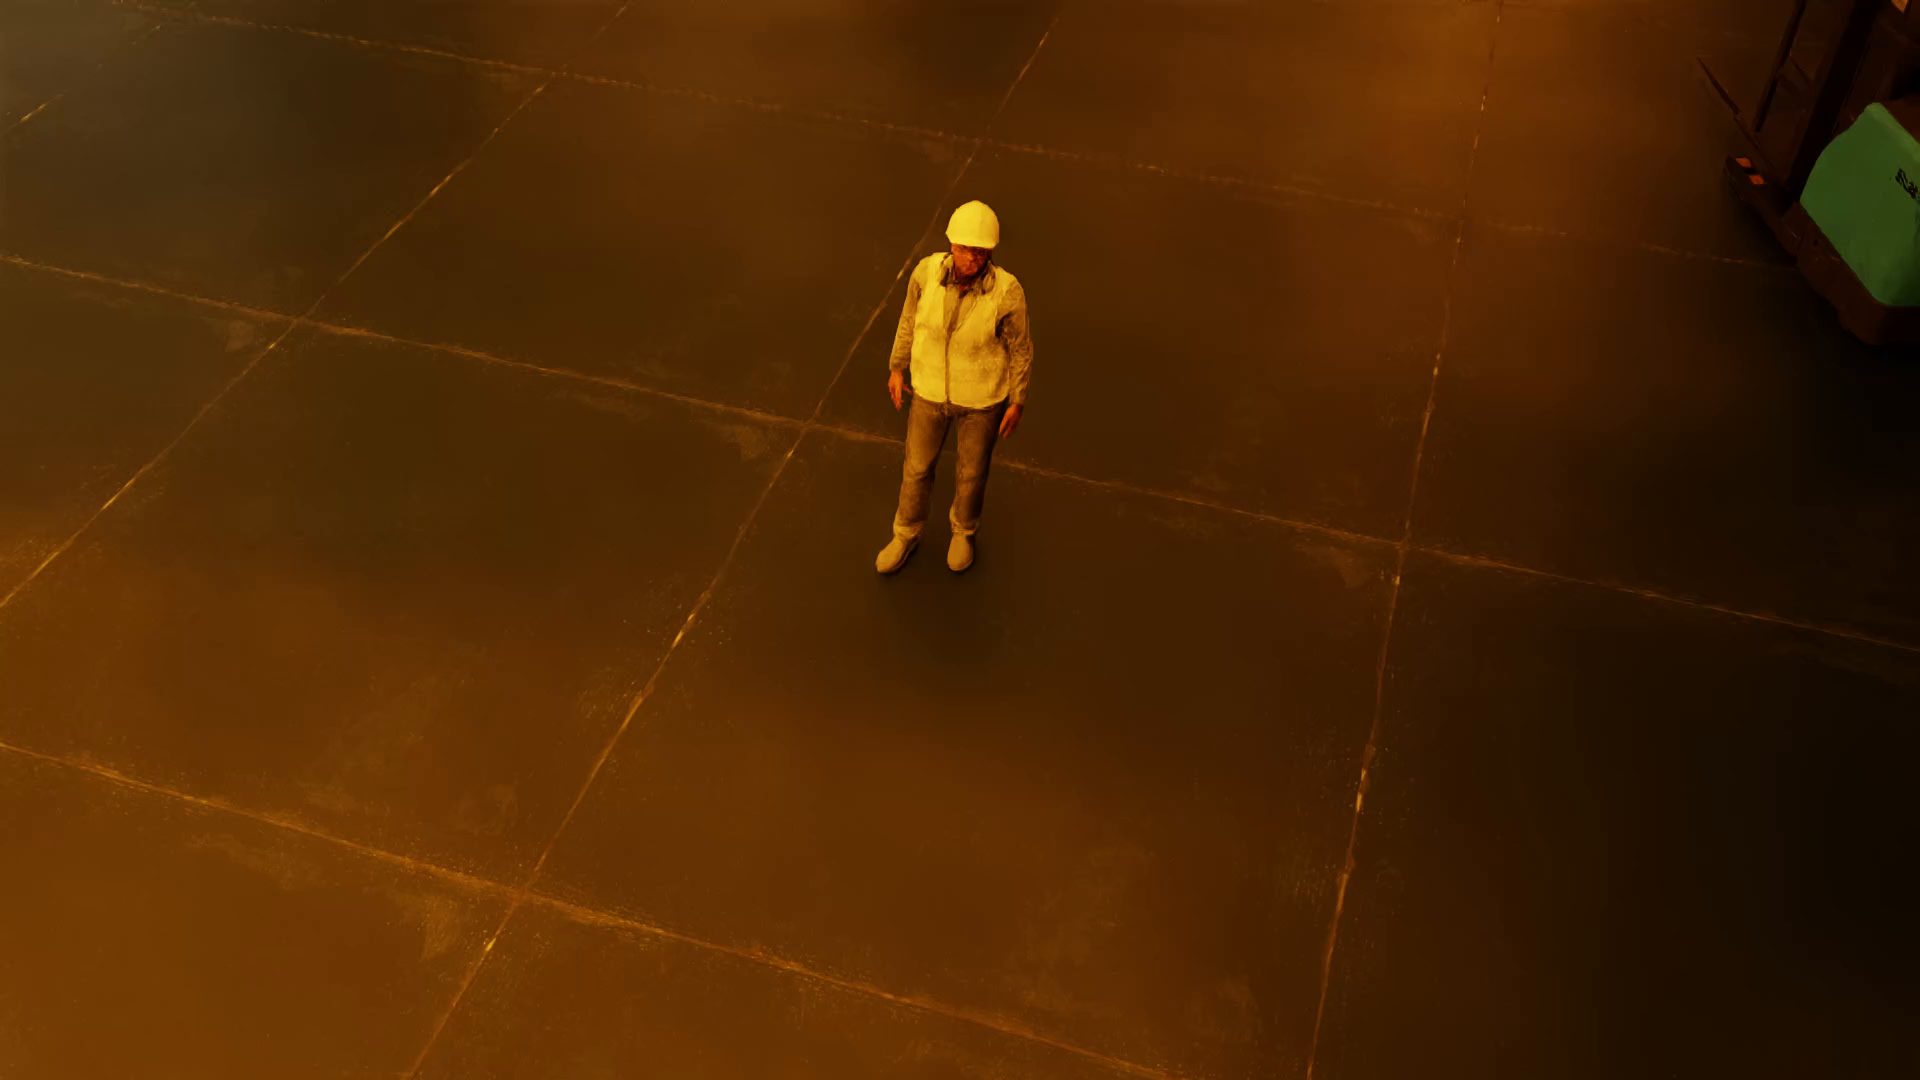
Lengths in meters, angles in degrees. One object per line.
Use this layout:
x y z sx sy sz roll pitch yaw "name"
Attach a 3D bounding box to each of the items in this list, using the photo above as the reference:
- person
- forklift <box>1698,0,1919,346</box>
-0.027 -0.616 7.190 0.632 1.773 0.567 12 44 13 "person"
5.262 -3.095 9.016 1.130 2.935 3.031 -2 43 -2 "forklift"
